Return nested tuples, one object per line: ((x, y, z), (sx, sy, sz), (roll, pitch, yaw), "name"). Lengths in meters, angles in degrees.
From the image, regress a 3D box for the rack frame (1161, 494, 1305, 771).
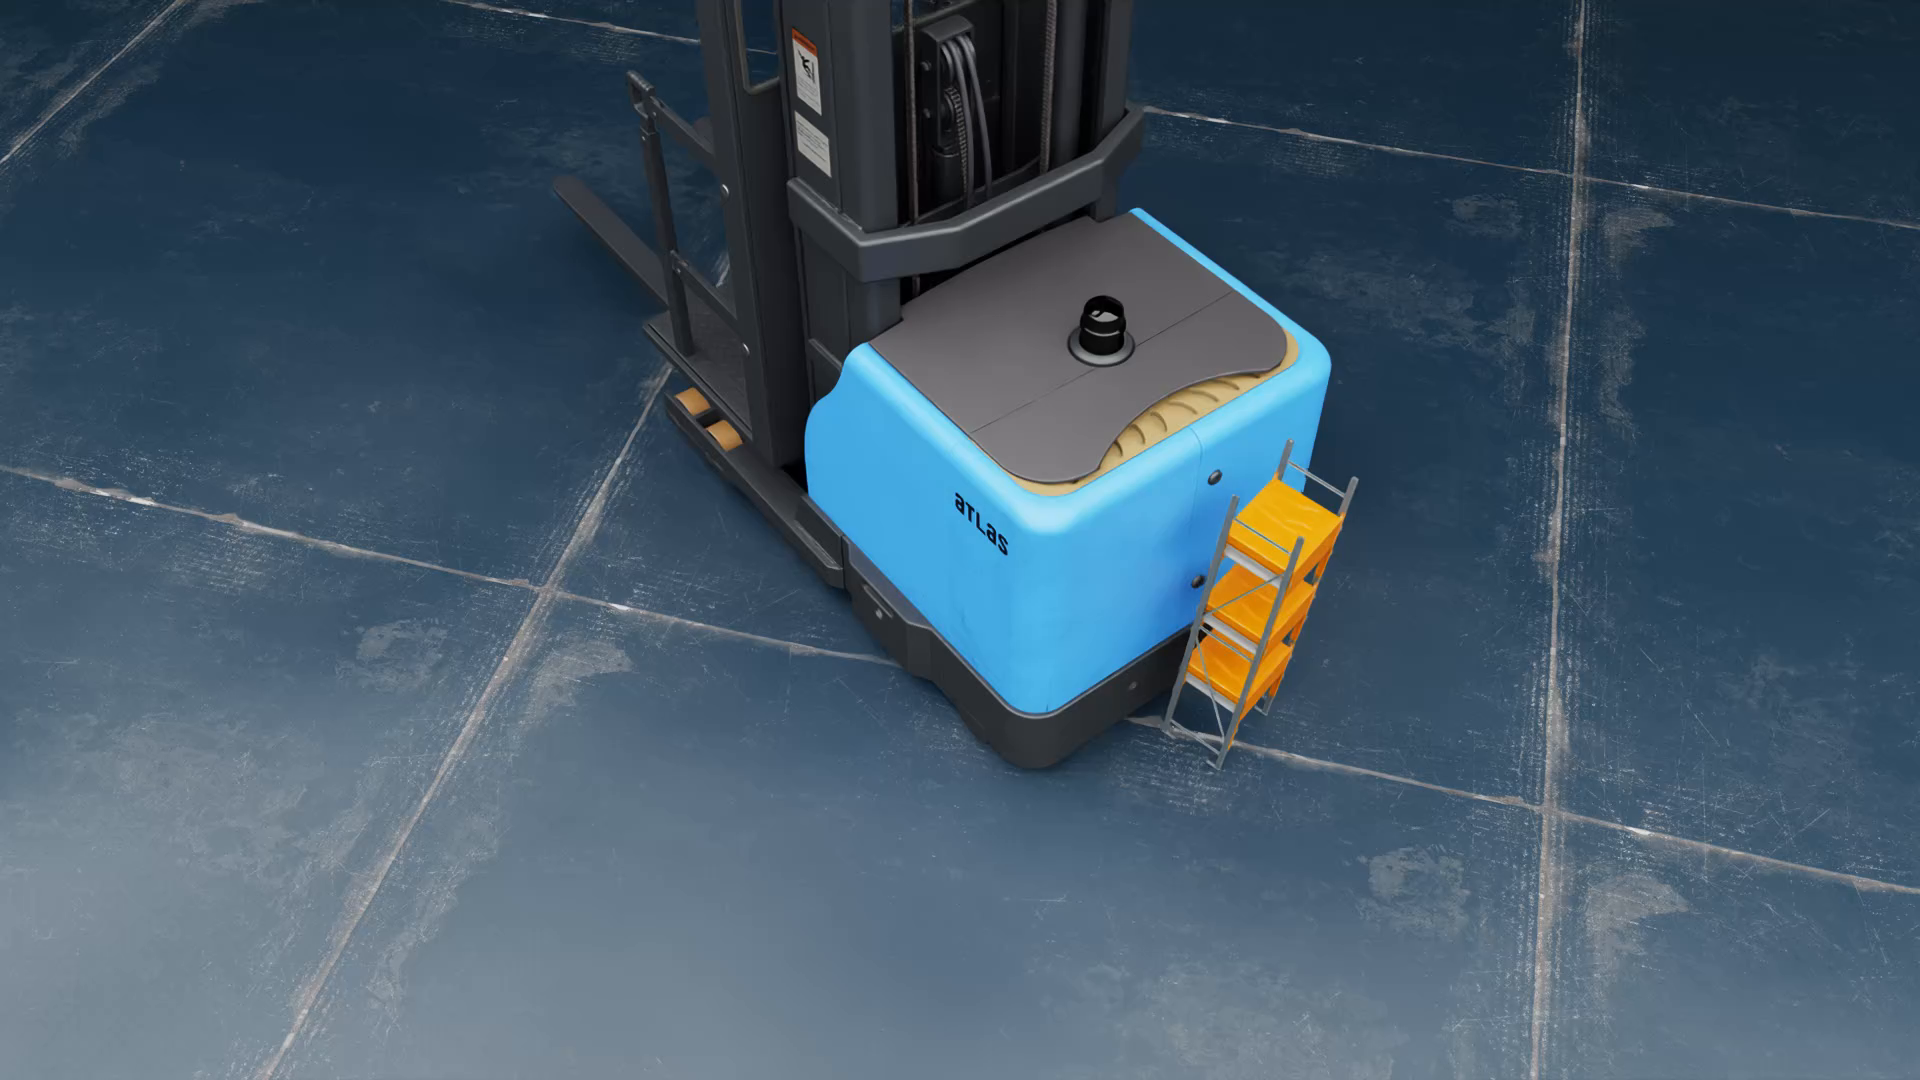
((0.687, 0.271, 4.300), (0.200, 1.050, 0.008), (34, 57, 21), "rack frame")

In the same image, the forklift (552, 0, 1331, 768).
((-0.320, -1.399, 4.530), (1.130, 2.935, 3.031), (-30, 55, -24), "forklift")

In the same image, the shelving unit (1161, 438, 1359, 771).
((0.765, 0.200, 4.362), (0.215, 1.050, 0.252), (34, 57, 21), "shelving unit")

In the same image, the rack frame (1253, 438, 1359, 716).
((0.842, 0.129, 4.424), (0.200, 1.050, 0.008), (34, 57, 21), "rack frame")

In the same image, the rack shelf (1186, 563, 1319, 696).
((0.764, 0.207, 4.370), (0.215, 0.259, 0.240), (34, 57, 21), "rack shelf")

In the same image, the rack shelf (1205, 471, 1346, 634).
((0.782, 0.031, 4.148), (0.215, 0.259, 0.240), (34, 57, 21), "rack shelf")

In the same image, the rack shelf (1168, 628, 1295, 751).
((0.746, 0.379, 4.588), (0.215, 0.259, 0.240), (34, 57, 21), "rack shelf")
